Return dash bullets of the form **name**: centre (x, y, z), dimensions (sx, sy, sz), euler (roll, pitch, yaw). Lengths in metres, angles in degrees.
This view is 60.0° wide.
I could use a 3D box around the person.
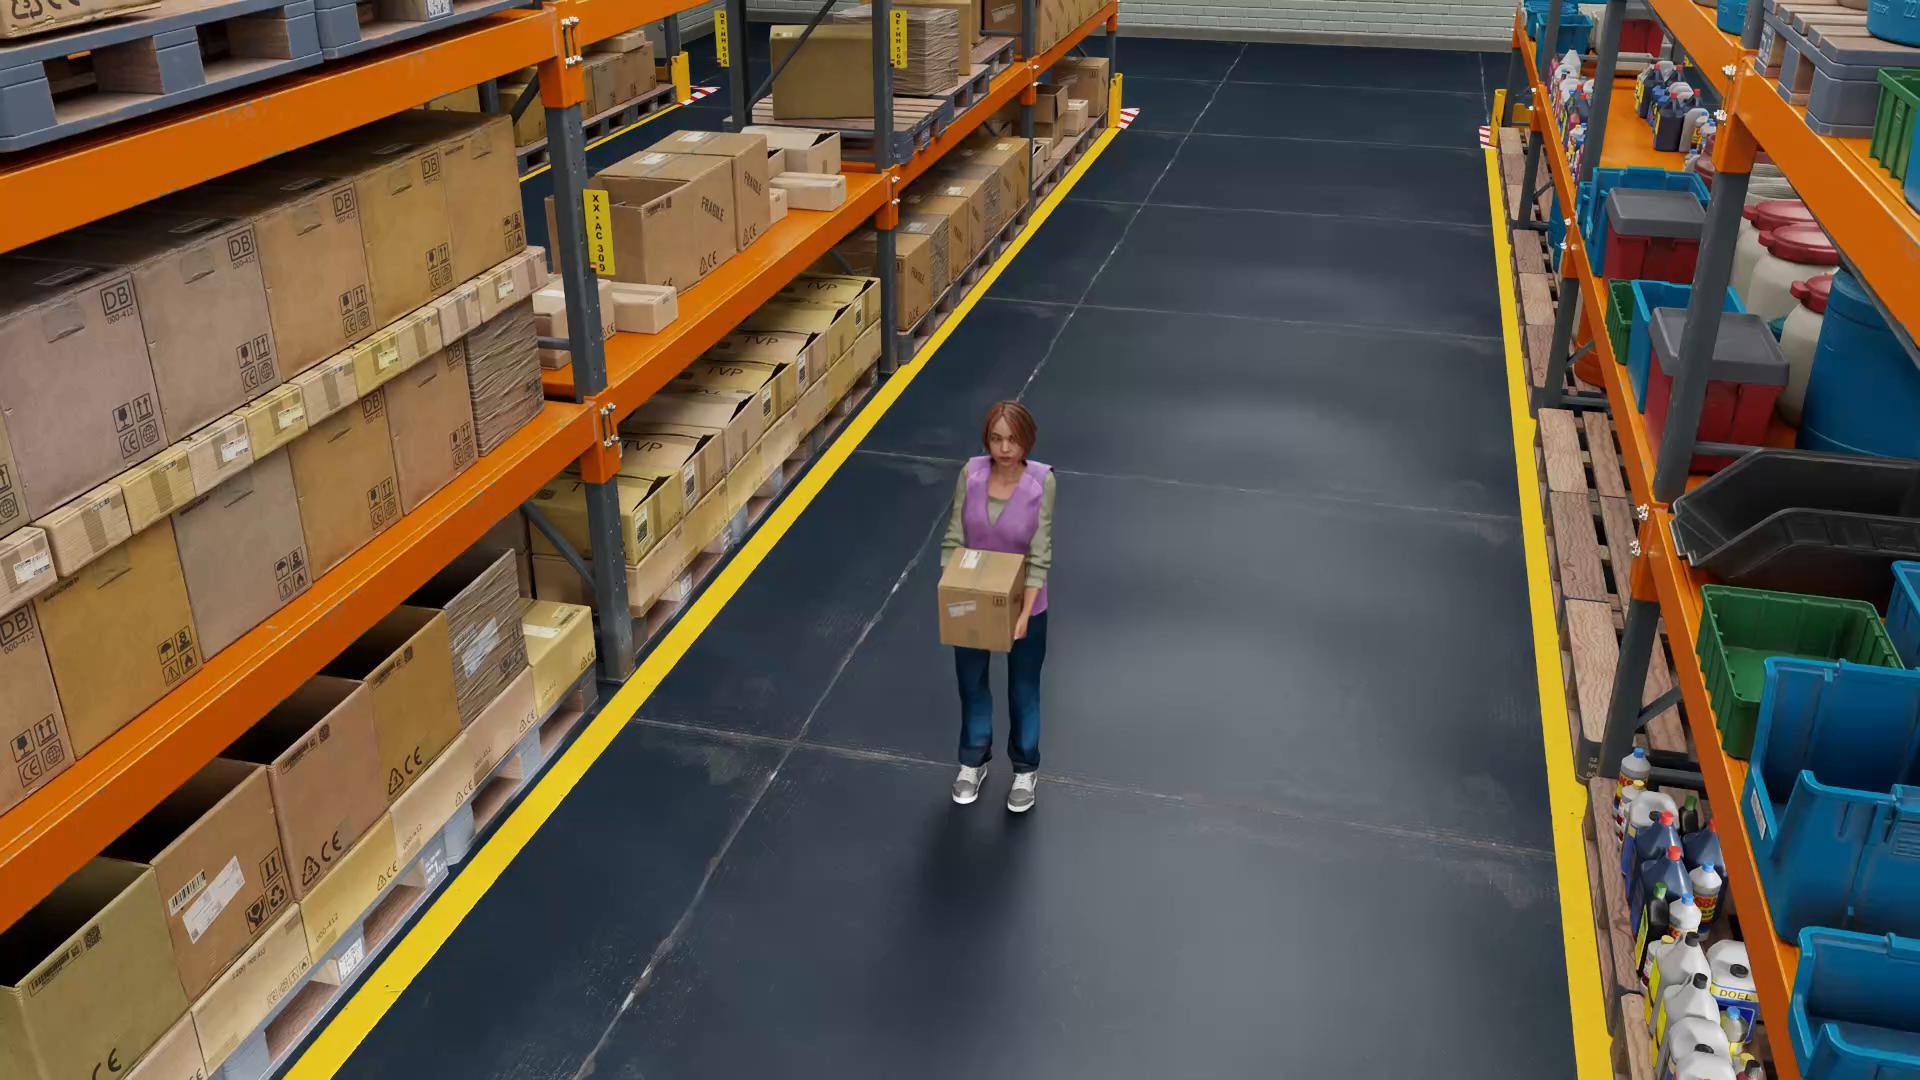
- **person**: centre (0.129, 0.289, 6.043), dimensions (0.402, 1.583, 0.491), euler (7, 26, 13)
